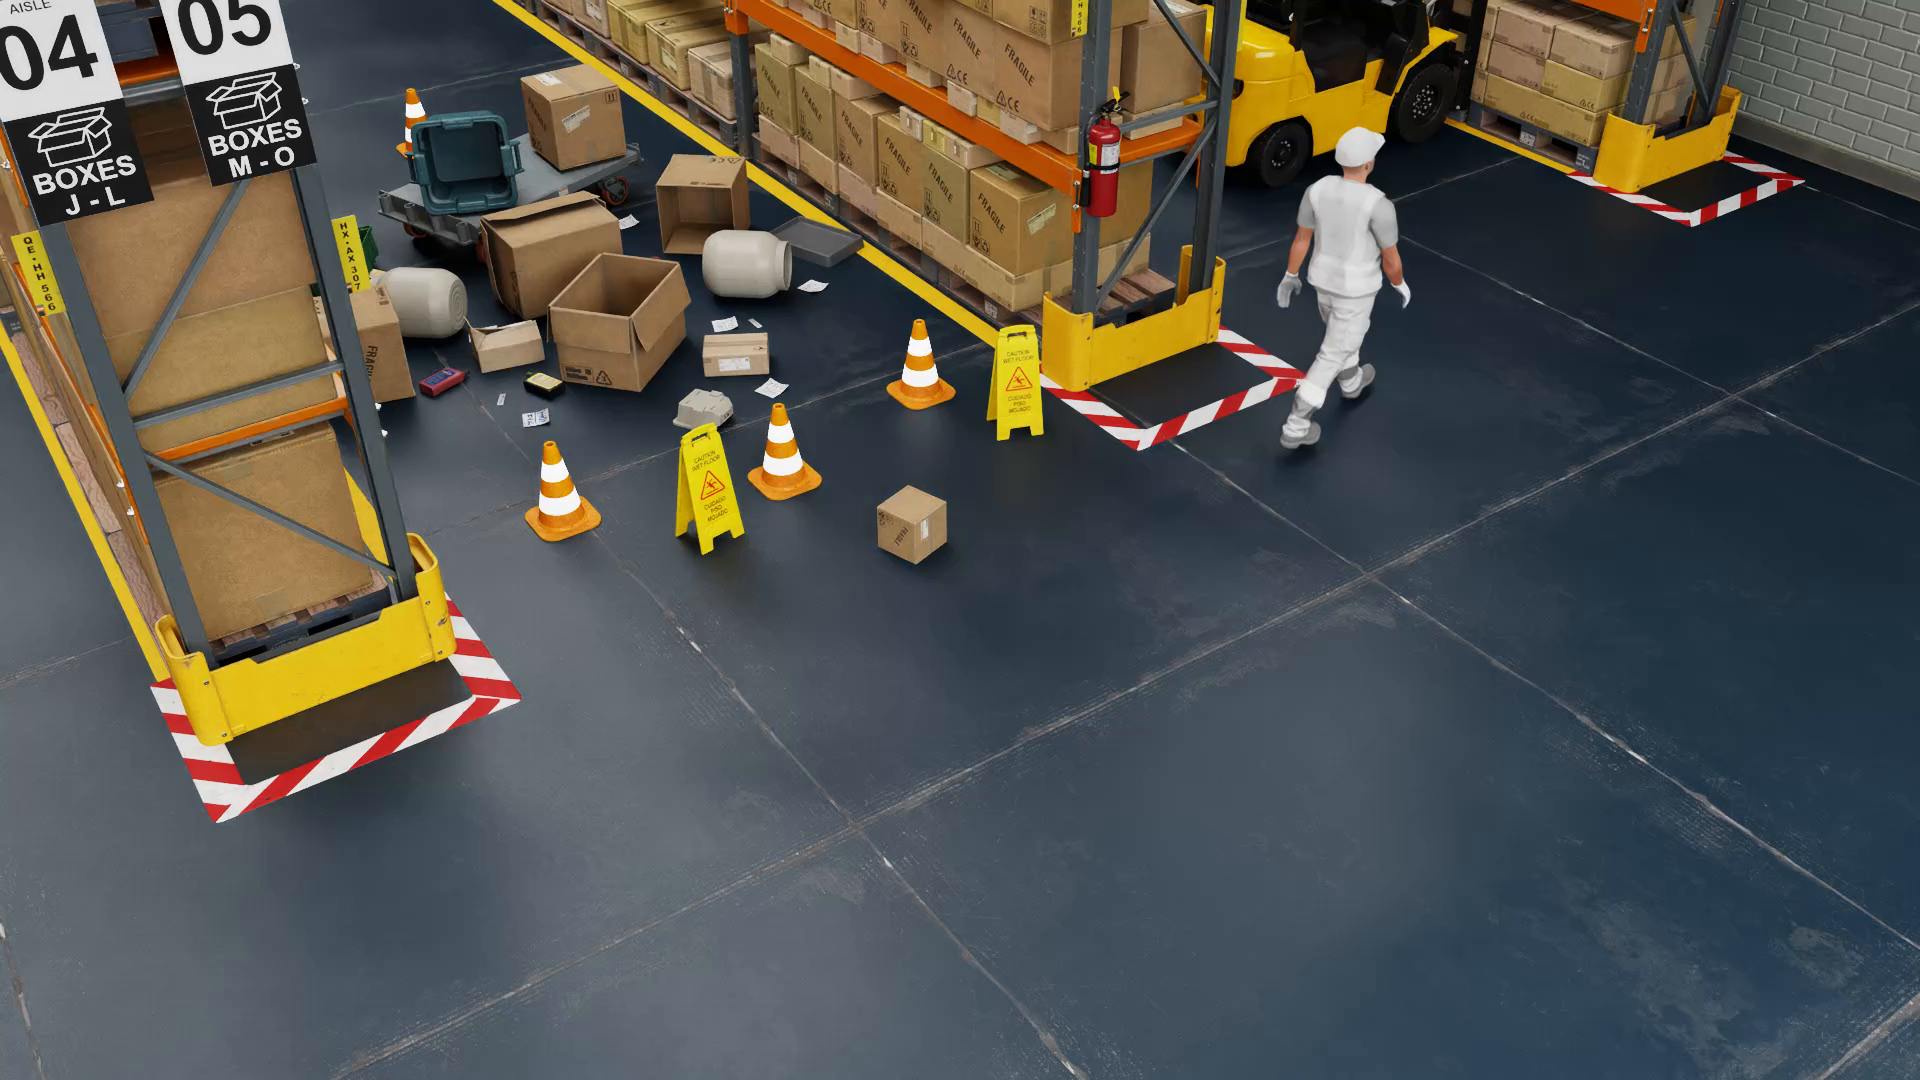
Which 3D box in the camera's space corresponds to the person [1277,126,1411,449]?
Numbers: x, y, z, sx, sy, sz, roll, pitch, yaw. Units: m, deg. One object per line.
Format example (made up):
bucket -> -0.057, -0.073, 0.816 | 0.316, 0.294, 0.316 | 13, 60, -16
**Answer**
person -> 2.087, -1.398, 8.916 | 1.063, 1.742, 0.597 | -28, 44, -33
